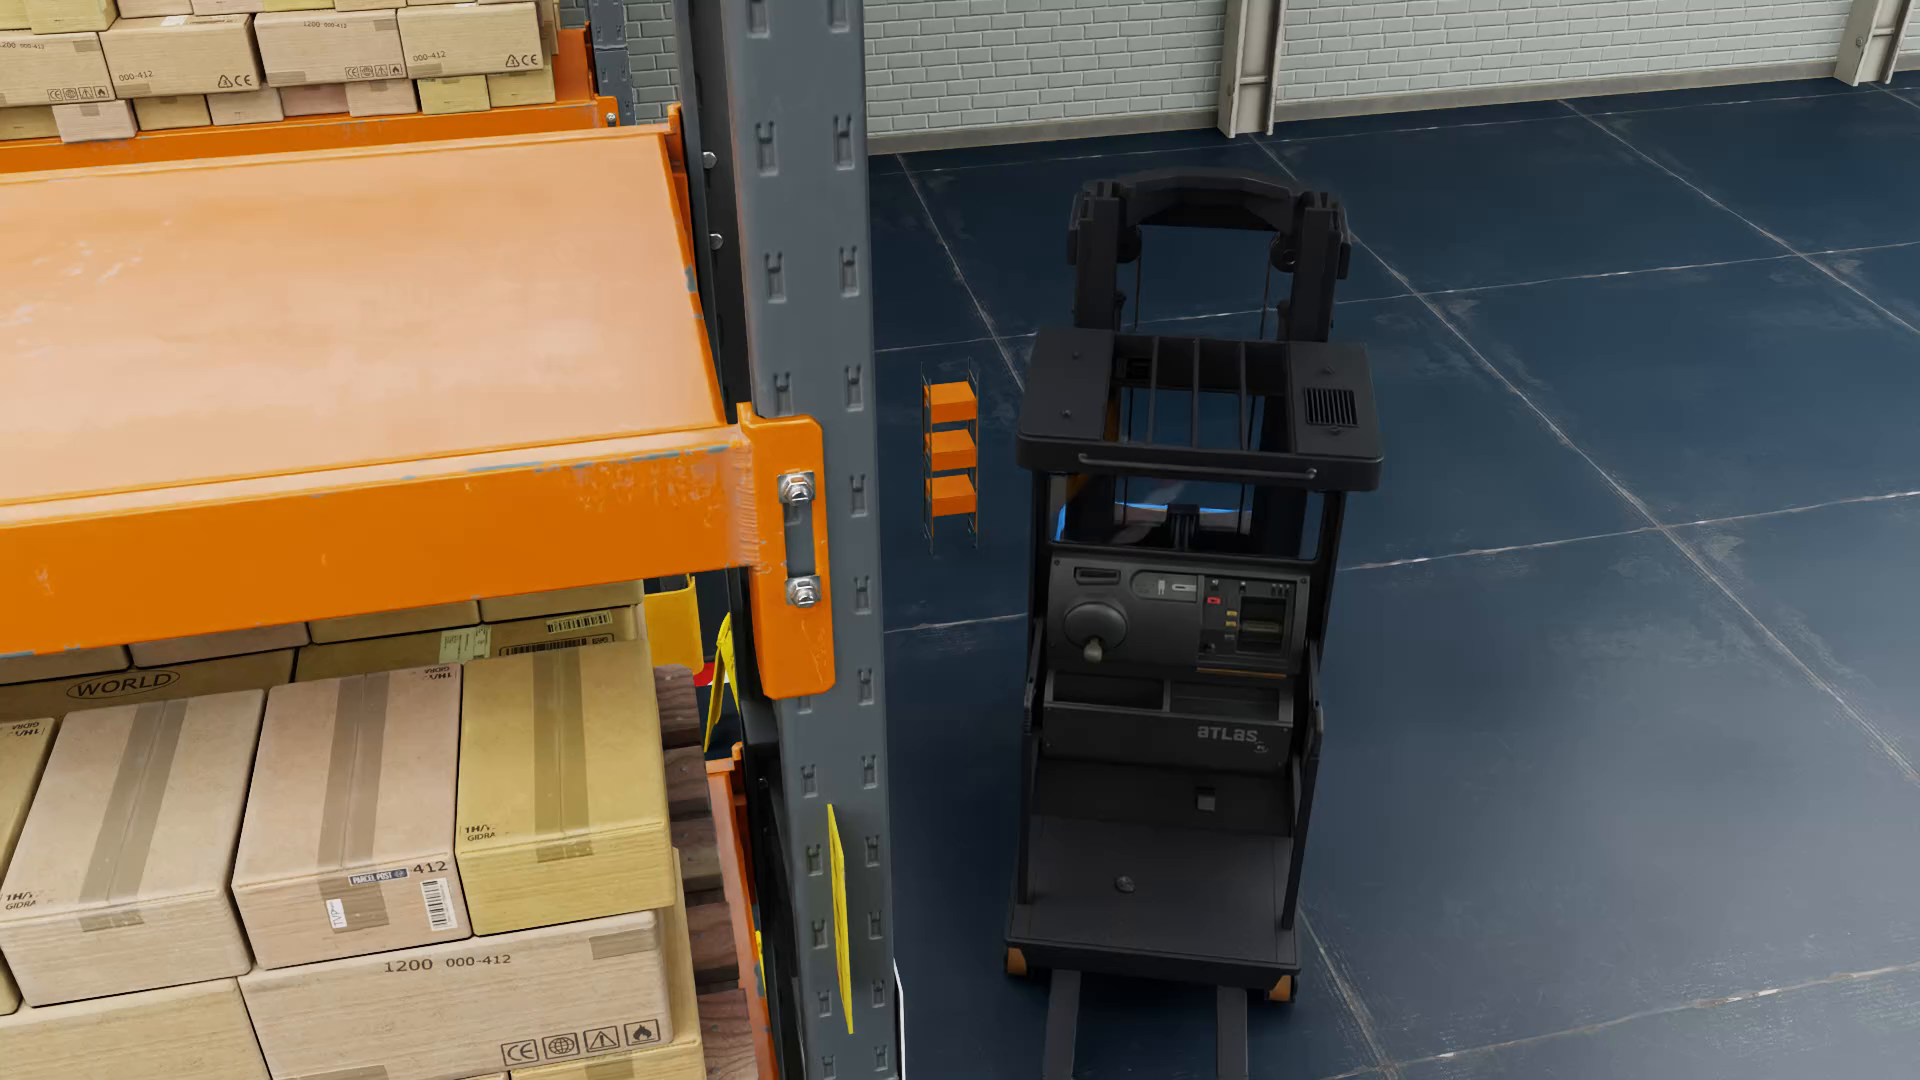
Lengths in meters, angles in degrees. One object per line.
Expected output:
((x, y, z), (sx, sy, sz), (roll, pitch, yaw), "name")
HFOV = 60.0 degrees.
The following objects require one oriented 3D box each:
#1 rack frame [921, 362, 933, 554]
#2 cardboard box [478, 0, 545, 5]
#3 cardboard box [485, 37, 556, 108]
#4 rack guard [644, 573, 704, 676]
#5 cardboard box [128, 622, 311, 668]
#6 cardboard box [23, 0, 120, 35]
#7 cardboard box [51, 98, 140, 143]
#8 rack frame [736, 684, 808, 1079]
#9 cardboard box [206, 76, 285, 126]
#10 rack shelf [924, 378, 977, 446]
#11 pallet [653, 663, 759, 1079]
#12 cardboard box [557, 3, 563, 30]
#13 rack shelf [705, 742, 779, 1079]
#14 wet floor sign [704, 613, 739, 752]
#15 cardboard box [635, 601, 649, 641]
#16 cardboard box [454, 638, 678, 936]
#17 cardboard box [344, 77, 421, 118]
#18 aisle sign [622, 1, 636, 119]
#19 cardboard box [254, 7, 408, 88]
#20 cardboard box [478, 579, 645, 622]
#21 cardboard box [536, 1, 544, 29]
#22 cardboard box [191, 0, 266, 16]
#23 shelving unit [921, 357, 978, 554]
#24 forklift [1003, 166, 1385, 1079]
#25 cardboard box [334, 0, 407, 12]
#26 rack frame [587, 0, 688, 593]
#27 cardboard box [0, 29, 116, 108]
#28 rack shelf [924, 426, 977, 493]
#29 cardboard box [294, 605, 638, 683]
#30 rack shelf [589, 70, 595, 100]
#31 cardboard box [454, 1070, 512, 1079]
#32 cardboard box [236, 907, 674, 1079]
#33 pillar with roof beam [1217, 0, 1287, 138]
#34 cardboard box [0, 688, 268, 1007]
((-0.171, -0.414, 8.648), (0.008, 1.050, 0.200), (-7, 35, -11), "rack frame")
((-1.715, -2.175, 6.341), (0.250, 0.149, 0.380), (-7, 34, -10), "cardboard box")
((-1.737, -1.850, 6.572), (0.250, 0.149, 0.380), (-7, 34, -10), "cardboard box")
((-1.525, 0.142, 8.313), (0.348, 0.500, 1.175), (-7, 35, -11), "rack guard")
((-1.150, 0.014, 2.611), (0.250, 0.149, 0.380), (-8, 35, -11), "cardboard box")
((-3.204, -1.969, 6.033), (0.250, 0.149, 0.380), (-6, 34, -9), "cardboard box")
((-3.225, -1.637, 6.255), (0.250, 0.149, 0.380), (-8, 35, -11), "cardboard box")
((-0.260, 1.773, 3.639), (0.127, 3.000, 1.000), (-7, 35, -11), "rack frame")
((-2.733, -1.737, 6.402), (0.250, 0.149, 0.380), (-7, 35, -11), "cardboard box")
((-0.052, -0.656, 8.518), (0.240, 0.259, 0.215), (-7, 35, -11), "rack shelf")
((-0.981, 0.661, 2.684), (1.213, 0.211, 1.003), (-7, 35, -11), "pallet")
((-3.094, -3.734, 11.756), (0.500, 0.500, 0.500), (-6, 34, -9), "cardboard box")
((-2.211, 1.072, 2.638), (4.000, 0.370, 1.077), (-7, 35, -11), "rack shelf")
((-1.029, 0.631, 7.454), (0.232, 0.644, 0.267), (4, 34, 6), "wet floor sign")
((-0.665, 0.284, 2.926), (0.250, 0.149, 0.380), (-7, 34, -10), "cardboard box")
((-0.514, 0.310, 2.170), (0.250, 0.149, 0.380), (-7, 34, -10), "cardboard box")
((-2.239, -1.788, 6.479), (0.250, 0.149, 0.380), (-6, 34, -9), "cardboard box")
((-1.326, -1.835, 6.682), (0.004, 0.787, 0.394), (-7, 35, -11), "aisle sign")
((-2.384, -1.949, 6.361), (0.500, 0.250, 0.500), (-8, 35, -11), "cardboard box")
((-0.656, -0.047, 2.703), (0.250, 0.149, 0.380), (-7, 34, -10), "cardboard box")
((-2.000, -2.295, 6.877), (0.500, 0.250, 0.500), (-8, 35, -11), "cardboard box")
((-2.719, -2.094, 6.219), (0.250, 0.149, 0.380), (-7, 35, -11), "cardboard box")
((-0.052, -0.429, 8.671), (0.252, 1.050, 0.215), (-7, 35, -11), "shelving unit")
((0.761, 0.332, 5.848), (1.130, 2.935, 3.031), (4, 34, 6), "forklift")
((-2.220, -2.123, 6.263), (0.250, 0.149, 0.380), (-8, 35, -11), "cardboard box")
((-1.451, -0.905, 7.630), (0.127, 3.000, 1.000), (-7, 35, -11), "rack frame")
((-3.378, -1.812, 6.157), (0.500, 0.250, 0.500), (-7, 34, -10), "cardboard box")
((-0.052, -0.421, 8.677), (0.240, 0.259, 0.215), (-7, 35, -11), "rack shelf")
((-0.787, 0.170, 2.737), (0.500, 0.250, 0.500), (-7, 35, -11), "cardboard box")
((-4.500, -3.058, 11.483), (4.000, 0.370, 1.077), (-7, 35, -11), "rack shelf")
((-0.756, 0.671, 2.348), (0.250, 0.149, 0.380), (-7, 34, -10), "cardboard box")
((-0.676, 0.462, 2.302), (0.500, 0.250, 0.500), (-7, 34, -10), "cardboard box")
((3.375, -4.896, 8.193), (0.400, 9.000, 9.100), (-7, 35, -11), "pillar with roof beam")
((-1.008, 0.372, 2.078), (0.250, 0.149, 0.380), (-7, 34, -10), "cardboard box")
